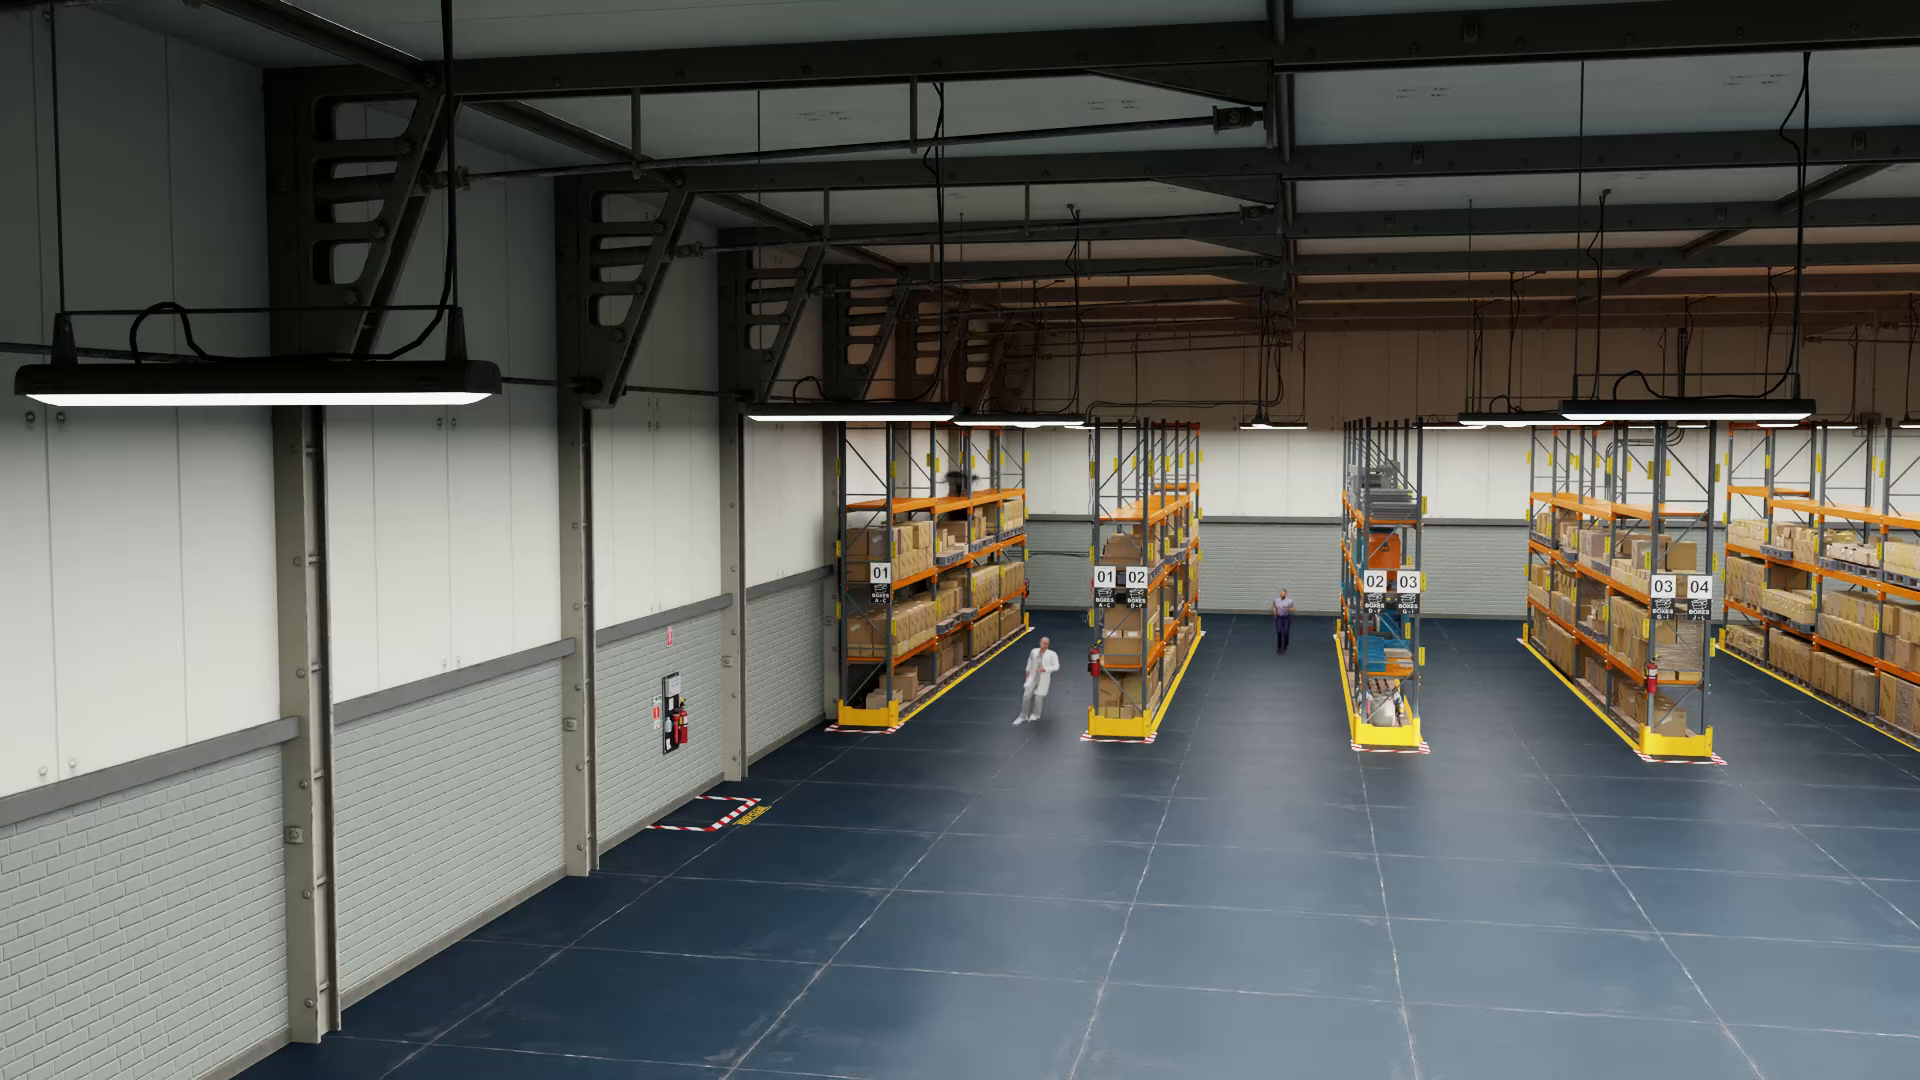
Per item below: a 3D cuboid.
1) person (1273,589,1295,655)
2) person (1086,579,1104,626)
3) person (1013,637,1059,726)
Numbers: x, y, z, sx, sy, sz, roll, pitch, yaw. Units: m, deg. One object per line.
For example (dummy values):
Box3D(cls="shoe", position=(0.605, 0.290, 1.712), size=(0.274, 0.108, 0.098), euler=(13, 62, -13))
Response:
Box3D(cls="person", position=(8.387, 2.108, 43.107), size=(0.581, 1.676, 0.733), euler=(1, 4, 13))
Box3D(cls="person", position=(4.117, 1.692, 49.311), size=(0.573, 1.677, 0.713), euler=(2, 4, 26))
Box3D(cls="person", position=(1.537, 2.745, 32.517), size=(0.873, 1.725, 0.796), euler=(1, 4, 16))
